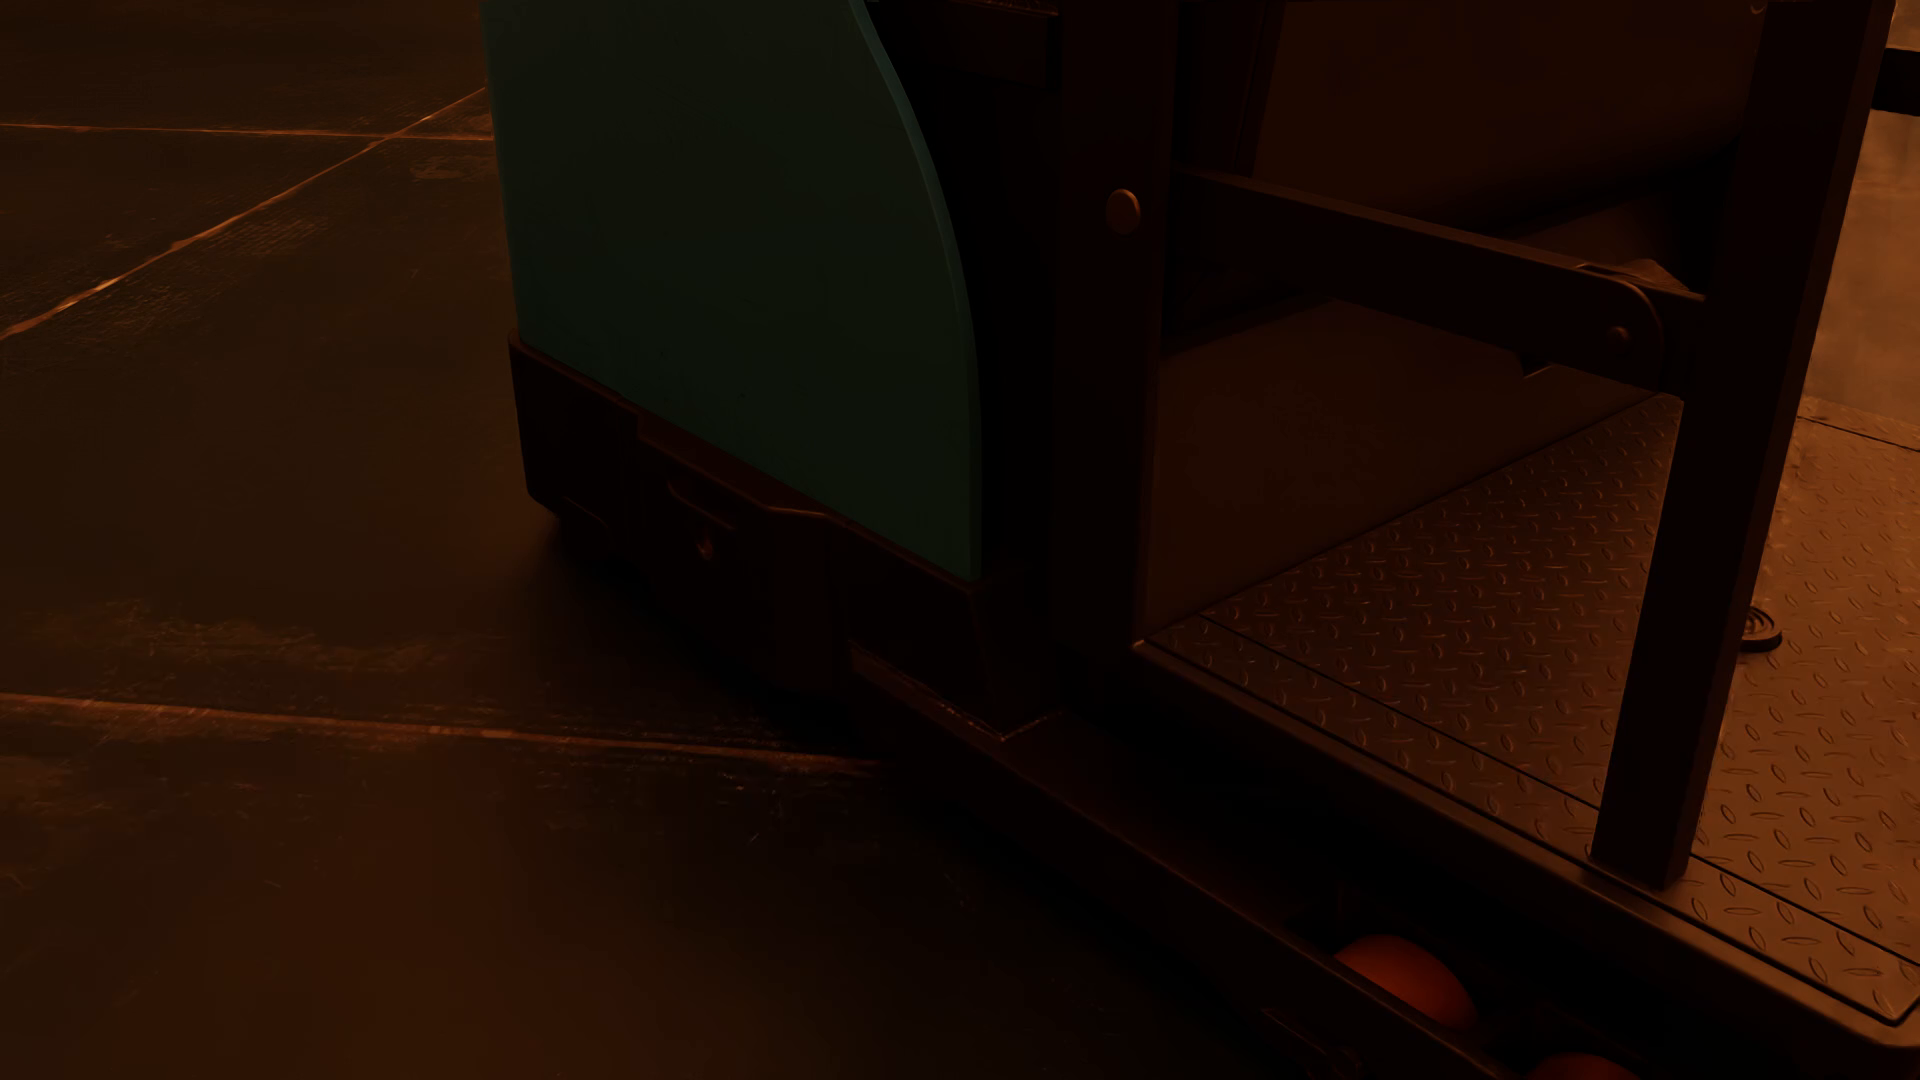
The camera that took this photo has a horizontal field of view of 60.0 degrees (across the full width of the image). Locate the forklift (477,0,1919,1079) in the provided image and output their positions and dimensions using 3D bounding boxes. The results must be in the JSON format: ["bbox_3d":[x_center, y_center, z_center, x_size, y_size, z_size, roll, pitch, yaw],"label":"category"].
[{"bbox_3d":[0.693,-0.985,1.190,1.130,2.935,3.031,-21,33,-36],"label":"forklift"}]
